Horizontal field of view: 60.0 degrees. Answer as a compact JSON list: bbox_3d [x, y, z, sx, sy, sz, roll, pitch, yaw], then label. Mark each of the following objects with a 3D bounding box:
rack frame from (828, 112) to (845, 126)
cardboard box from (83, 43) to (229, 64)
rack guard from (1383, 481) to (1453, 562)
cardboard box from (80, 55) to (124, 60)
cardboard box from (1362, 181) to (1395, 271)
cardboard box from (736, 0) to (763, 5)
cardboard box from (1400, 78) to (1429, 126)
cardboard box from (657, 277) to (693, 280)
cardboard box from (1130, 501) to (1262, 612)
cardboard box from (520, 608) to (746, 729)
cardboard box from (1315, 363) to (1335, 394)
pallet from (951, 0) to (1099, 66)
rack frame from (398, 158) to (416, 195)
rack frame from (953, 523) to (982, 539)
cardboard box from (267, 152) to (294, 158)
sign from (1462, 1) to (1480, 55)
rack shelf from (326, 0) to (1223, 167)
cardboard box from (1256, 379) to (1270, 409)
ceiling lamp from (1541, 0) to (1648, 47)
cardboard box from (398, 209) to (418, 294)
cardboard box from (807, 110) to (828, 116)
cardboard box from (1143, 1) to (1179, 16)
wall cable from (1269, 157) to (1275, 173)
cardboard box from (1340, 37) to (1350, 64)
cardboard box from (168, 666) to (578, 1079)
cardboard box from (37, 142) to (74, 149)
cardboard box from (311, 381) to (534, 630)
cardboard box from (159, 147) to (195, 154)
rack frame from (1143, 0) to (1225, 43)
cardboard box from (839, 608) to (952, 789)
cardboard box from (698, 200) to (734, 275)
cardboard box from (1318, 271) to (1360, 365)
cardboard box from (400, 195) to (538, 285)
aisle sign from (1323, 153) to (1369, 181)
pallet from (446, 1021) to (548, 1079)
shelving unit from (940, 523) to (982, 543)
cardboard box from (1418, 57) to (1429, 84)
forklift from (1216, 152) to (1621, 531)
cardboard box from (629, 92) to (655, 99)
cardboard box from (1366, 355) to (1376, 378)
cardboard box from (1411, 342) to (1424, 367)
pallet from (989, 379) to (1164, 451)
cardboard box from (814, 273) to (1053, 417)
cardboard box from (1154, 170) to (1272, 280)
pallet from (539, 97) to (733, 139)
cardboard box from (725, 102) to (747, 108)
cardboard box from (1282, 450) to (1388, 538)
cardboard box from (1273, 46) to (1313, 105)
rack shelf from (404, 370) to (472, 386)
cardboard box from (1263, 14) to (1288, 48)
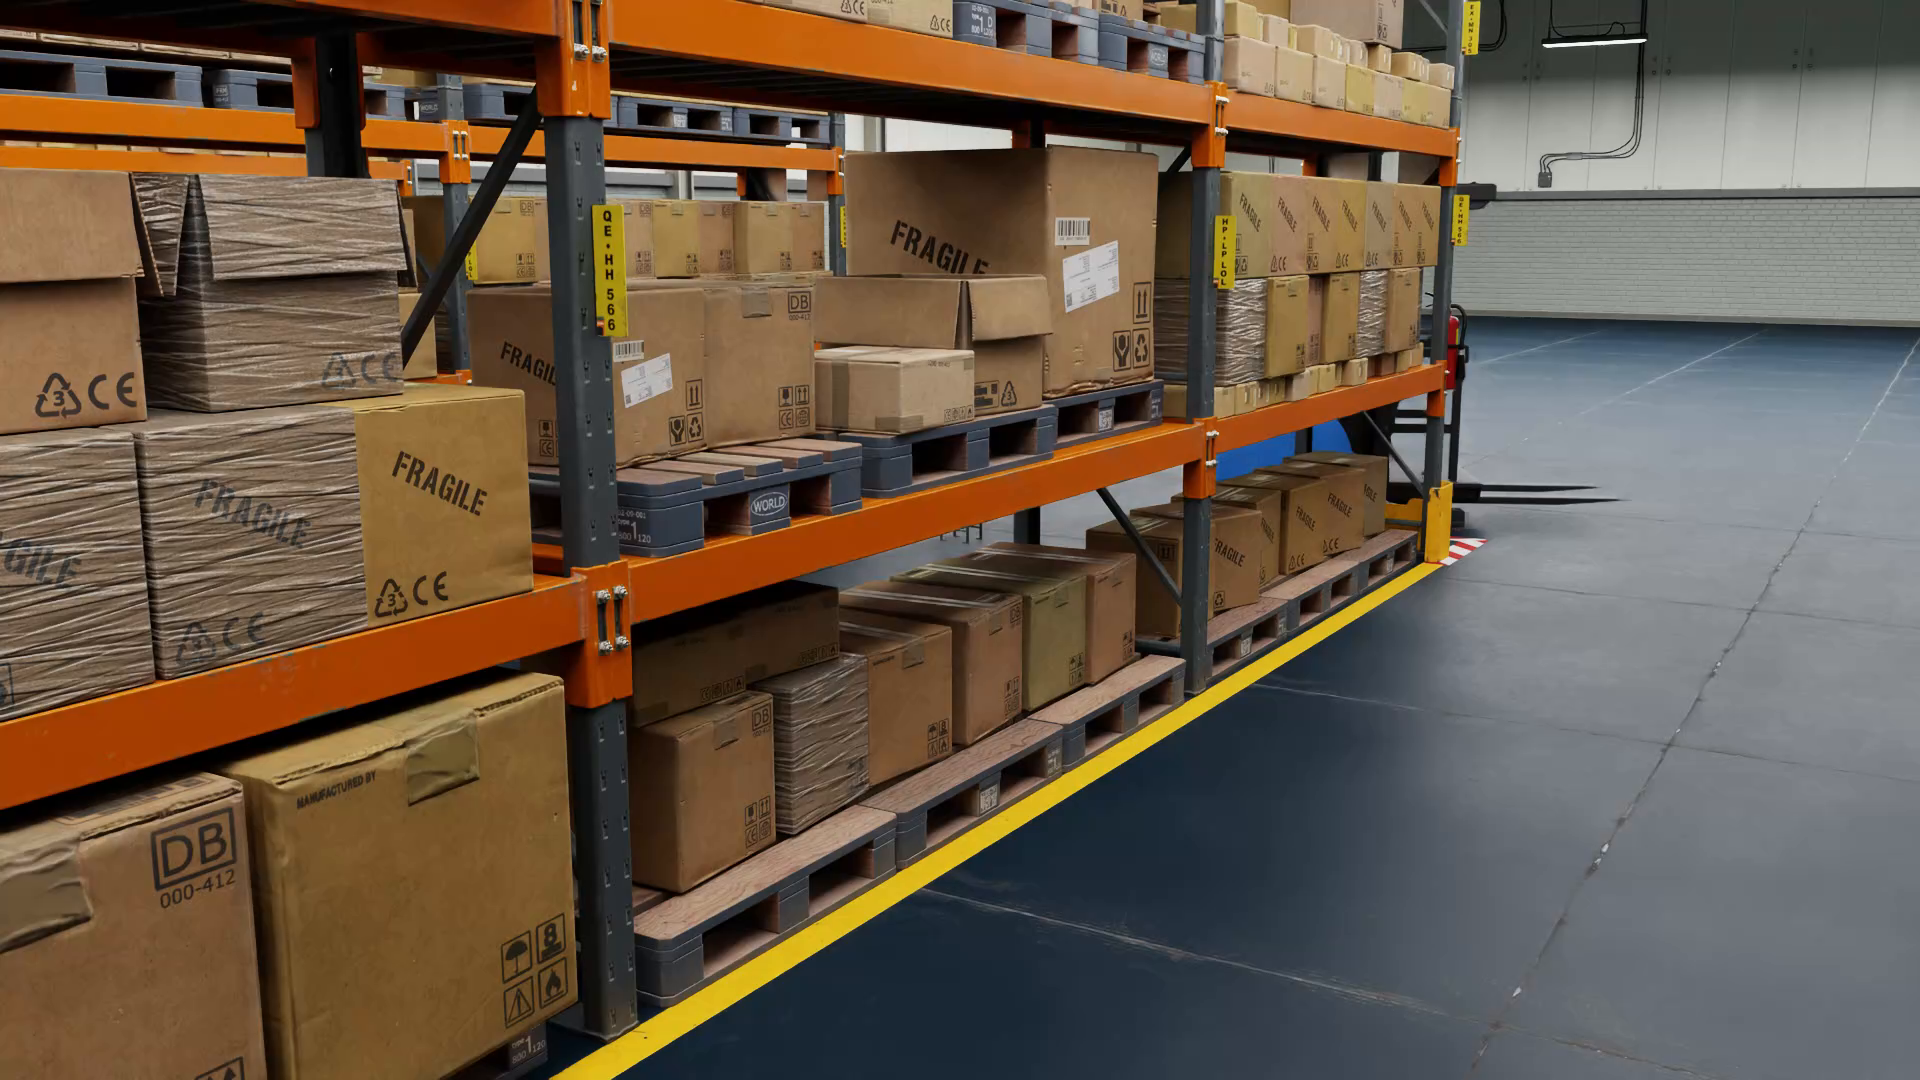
[{"bbox_3d":[-1.387,-4.854,13.343,1.000,3.000,0.127,6,12,31],"label":"rack frame"},{"bbox_3d":[-4.185,-2.666,8.634,0.500,0.311,0.500,6,12,29],"label":"cardboard box"},{"bbox_3d":[2.760,-0.175,11.445,1.175,0.500,0.348,6,12,31],"label":"rack guard"},{"bbox_3d":[-4.616,-2.666,8.759,0.396,0.266,0.258,6,12,31],"label":"cardboard box"},{"bbox_3d":[2.209,-1.835,9.720,0.500,0.500,0.500,6,12,31],"label":"cardboard box"},{"bbox_3d":[-0.892,-1.608,4.561,0.500,0.250,0.500,7,12,32],"label":"cardboard box"},{"bbox_3d":[2.510,-2.637,10.061,0.500,0.250,0.500,6,12,31],"label":"cardboard box"},{"bbox_3d":[-2.445,-1.664,12.200,0.875,0.550,0.500,6,12,31],"label":"cardboard box"},{"bbox_3d":[1.256,0.086,8.910,0.500,0.500,0.500,-9,14,-39],"label":"cardboard box"},{"bbox_3d":[-1.031,0.378,5.257,0.500,0.250,0.500,7,13,33],"label":"cardboard box"},{"bbox_3d":[1.859,-0.905,9.236,0.380,0.149,0.250,6,12,31],"label":"cardboard box"},{"bbox_3d":[-0.224,-1.918,6.323,1.213,0.211,1.003,6,12,31],"label":"pallet"},{"bbox_3d":[-5.670,-2.362,16.336,1.000,3.000,0.127,6,12,31],"label":"rack frame"},{"bbox_3d":[0.055,-0.606,11.847,0.240,1.200,0.006,6,12,31],"label":"rack frame"},{"bbox_3d":[-6.162,-3.472,14.797,0.380,0.149,0.250,6,12,30],"label":"cardboard box"},{"bbox_3d":[3.264,-3.269,10.621,0.100,0.325,0.005,6,12,31],"label":"sign"},{"bbox_3d":[-0.315,-1.593,6.028,1.077,0.370,4.000,6,12,31],"label":"rack shelf"},{"bbox_3d":[1.339,-0.748,8.396,0.380,0.149,0.250,6,12,31],"label":"cardboard box"},{"bbox_3d":[12.899,-11.581,33.413,2.000,3.185,0.800,6,12,31],"label":"ceiling lamp"},{"bbox_3d":[-3.716,-1.738,10.013,0.700,0.500,0.500,6,12,30],"label":"cardboard box"},{"bbox_3d":[-1.270,-3.427,13.142,0.380,0.149,0.250,6,12,31],"label":"cardboard box"},{"bbox_3d":[0.739,-2.797,8.068,0.500,0.500,0.500,6,12,29],"label":"cardboard box"},{"bbox_3d":[7.189,-9.290,45.477,3.097,2.526,0.112,6,12,31],"label":"wall cable"},{"bbox_3d":[1.905,-2.657,9.084,0.380,0.149,0.250,7,13,32],"label":"cardboard box"},{"bbox_3d":[-1.730,0.787,4.146,1.225,0.875,0.875,6,12,28],"label":"cardboard box"},{"bbox_3d":[-7.189,-3.145,13.050,0.380,0.149,0.250,6,12,31],"label":"cardboard box"},{"bbox_3d":[-1.398,-0.105,4.008,0.500,0.500,0.500,7,13,32],"label":"cardboard box"},{"bbox_3d":[-6.631,-3.304,13.898,0.380,0.149,0.250,6,12,30],"label":"cardboard box"},{"bbox_3d":[0.723,-3.735,7.366,1.000,3.000,0.127,6,12,31],"label":"rack frame"},{"bbox_3d":[-0.457,0.569,6.273,0.700,0.500,0.500,8,13,35],"label":"cardboard box"},{"bbox_3d":[-2.226,-2.285,12.579,0.875,0.550,0.550,6,12,31],"label":"cardboard box"},{"bbox_3d":[1.768,-1.285,9.501,0.875,0.500,0.500,6,12,31],"label":"cardboard box"},{"bbox_3d":[-3.243,-1.936,10.714,0.875,0.550,0.550,6,12,31],"label":"cardboard box"},{"bbox_3d":[2.576,-2.732,11.245,0.394,0.787,0.004,6,12,31],"label":"aisle sign"},{"bbox_3d":[-1.827,1.330,4.191,1.003,0.211,1.213,6,12,31],"label":"pallet"},{"bbox_3d":[0.008,-0.592,11.770,0.258,1.200,0.189,6,12,31],"label":"shelving unit"},{"bbox_3d":[2.639,-2.856,10.143,0.380,0.149,0.250,6,12,28],"label":"cardboard box"},{"bbox_3d":[3.394,-1.607,12.490,3.031,2.935,1.130,1,11,6],"label":"forklift"},{"bbox_3d":[-2.324,-3.108,11.437,0.380,0.149,0.250,6,12,31],"label":"cardboard box"},{"bbox_3d":[2.304,-1.071,10.120,0.380,0.149,0.250,6,12,31],"label":"cardboard box"},{"bbox_3d":[2.828,-1.228,10.957,0.380,0.149,0.250,6,12,31],"label":"cardboard box"},{"bbox_3d":[0.202,-0.586,7.368,1.003,0.211,1.213,6,12,31],"label":"pallet"},{"bbox_3d":[-0.098,-0.762,6.367,0.797,0.503,0.637,8,13,36],"label":"cardboard box"},{"bbox_3d":[1.174,-1.520,8.038,0.500,0.500,0.500,6,12,31],"label":"cardboard box"},{"bbox_3d":[-2.396,-3.026,11.969,1.003,0.211,1.213,6,12,31],"label":"pallet"},{"bbox_3d":[-1.798,-3.267,12.286,0.380,0.149,0.250,6,12,30],"label":"cardboard box"},{"bbox_3d":[2.461,-0.297,10.954,0.500,0.500,0.500,9,14,41],"label":"cardboard box"},{"bbox_3d":[1.446,-2.317,8.351,0.500,0.250,0.500,6,12,30],"label":"cardboard box"},{"bbox_3d":[-4.502,-0.608,8.920,1.077,0.370,4.000,6,12,31],"label":"rack shelf"},{"bbox_3d":[1.395,-2.494,8.212,0.380,0.149,0.250,6,12,31],"label":"cardboard box"}]
